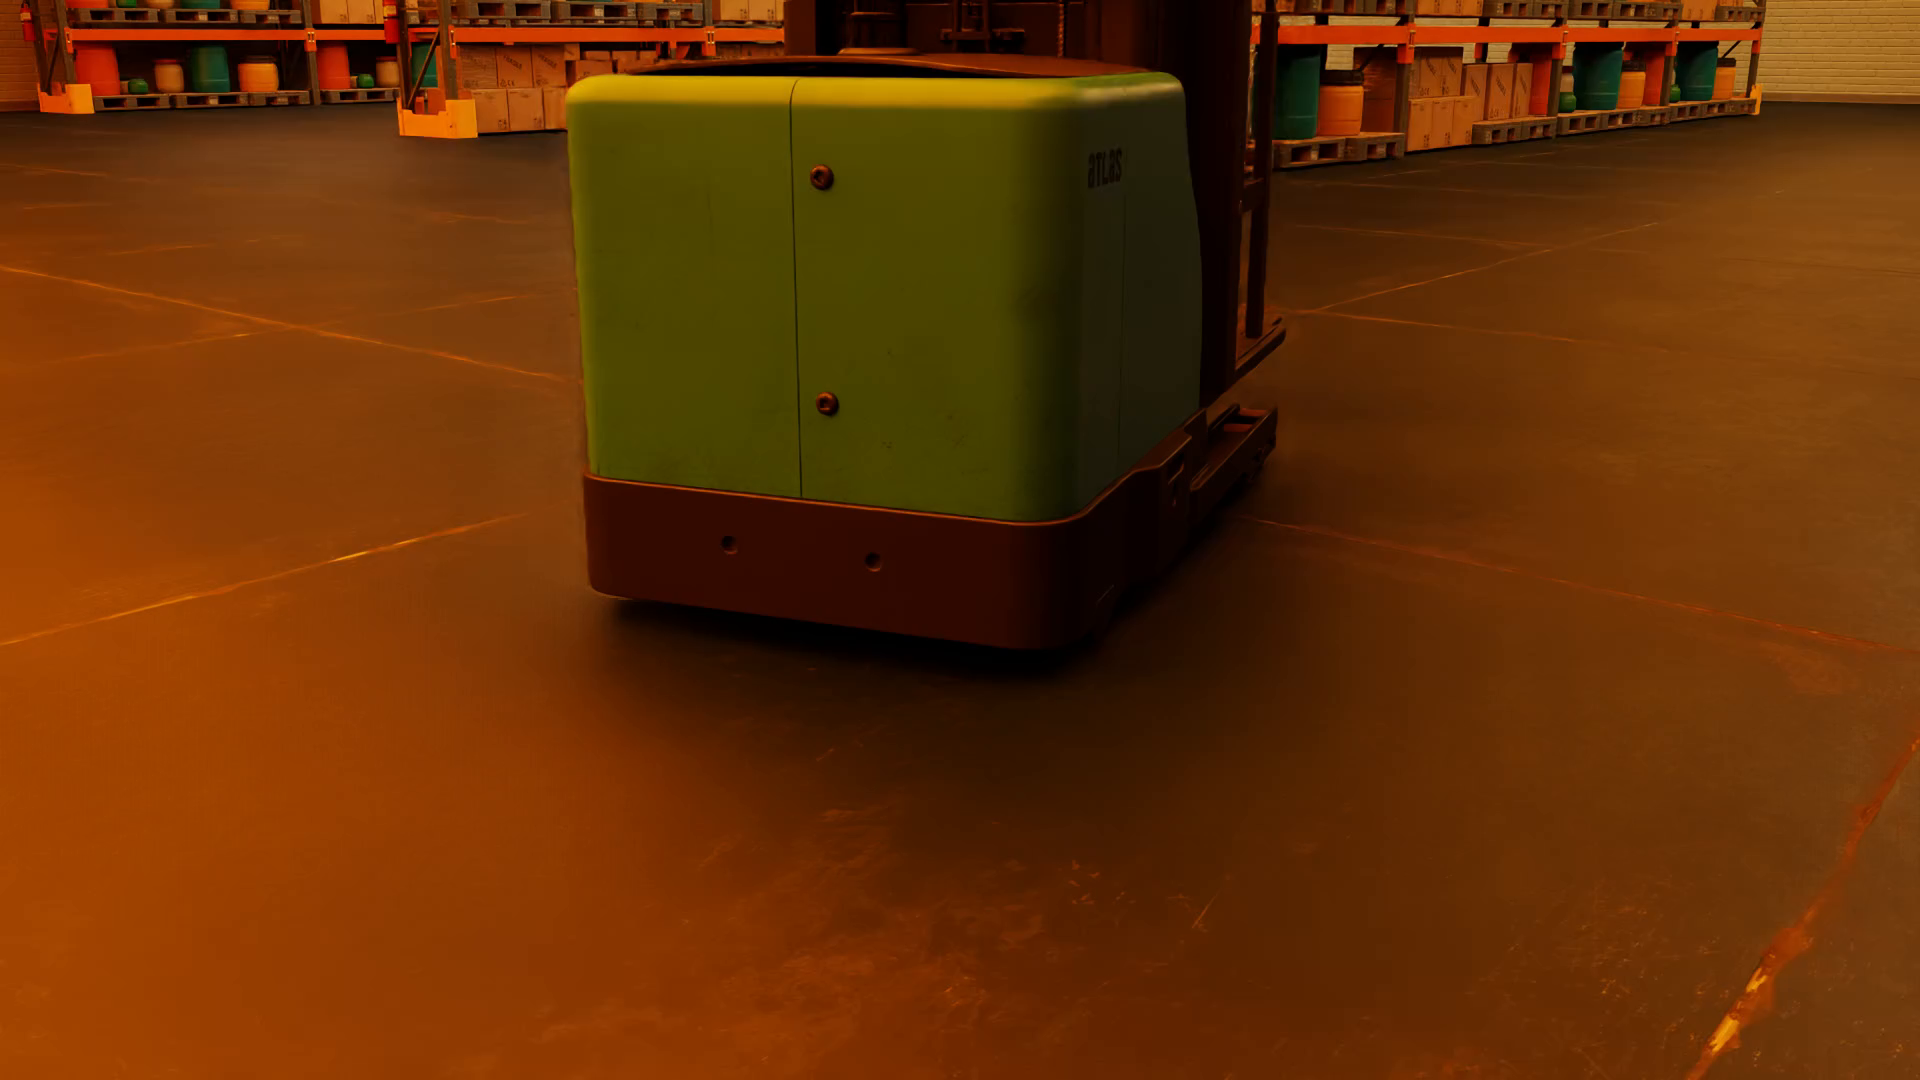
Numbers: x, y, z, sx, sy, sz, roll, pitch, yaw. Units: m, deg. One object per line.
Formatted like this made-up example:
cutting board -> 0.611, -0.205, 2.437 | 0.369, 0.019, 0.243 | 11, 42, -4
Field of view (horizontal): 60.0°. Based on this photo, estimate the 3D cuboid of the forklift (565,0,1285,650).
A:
forklift -> 0.242, -1.588, 4.128 | 1.130, 2.935, 3.031 | 6, 18, 20
